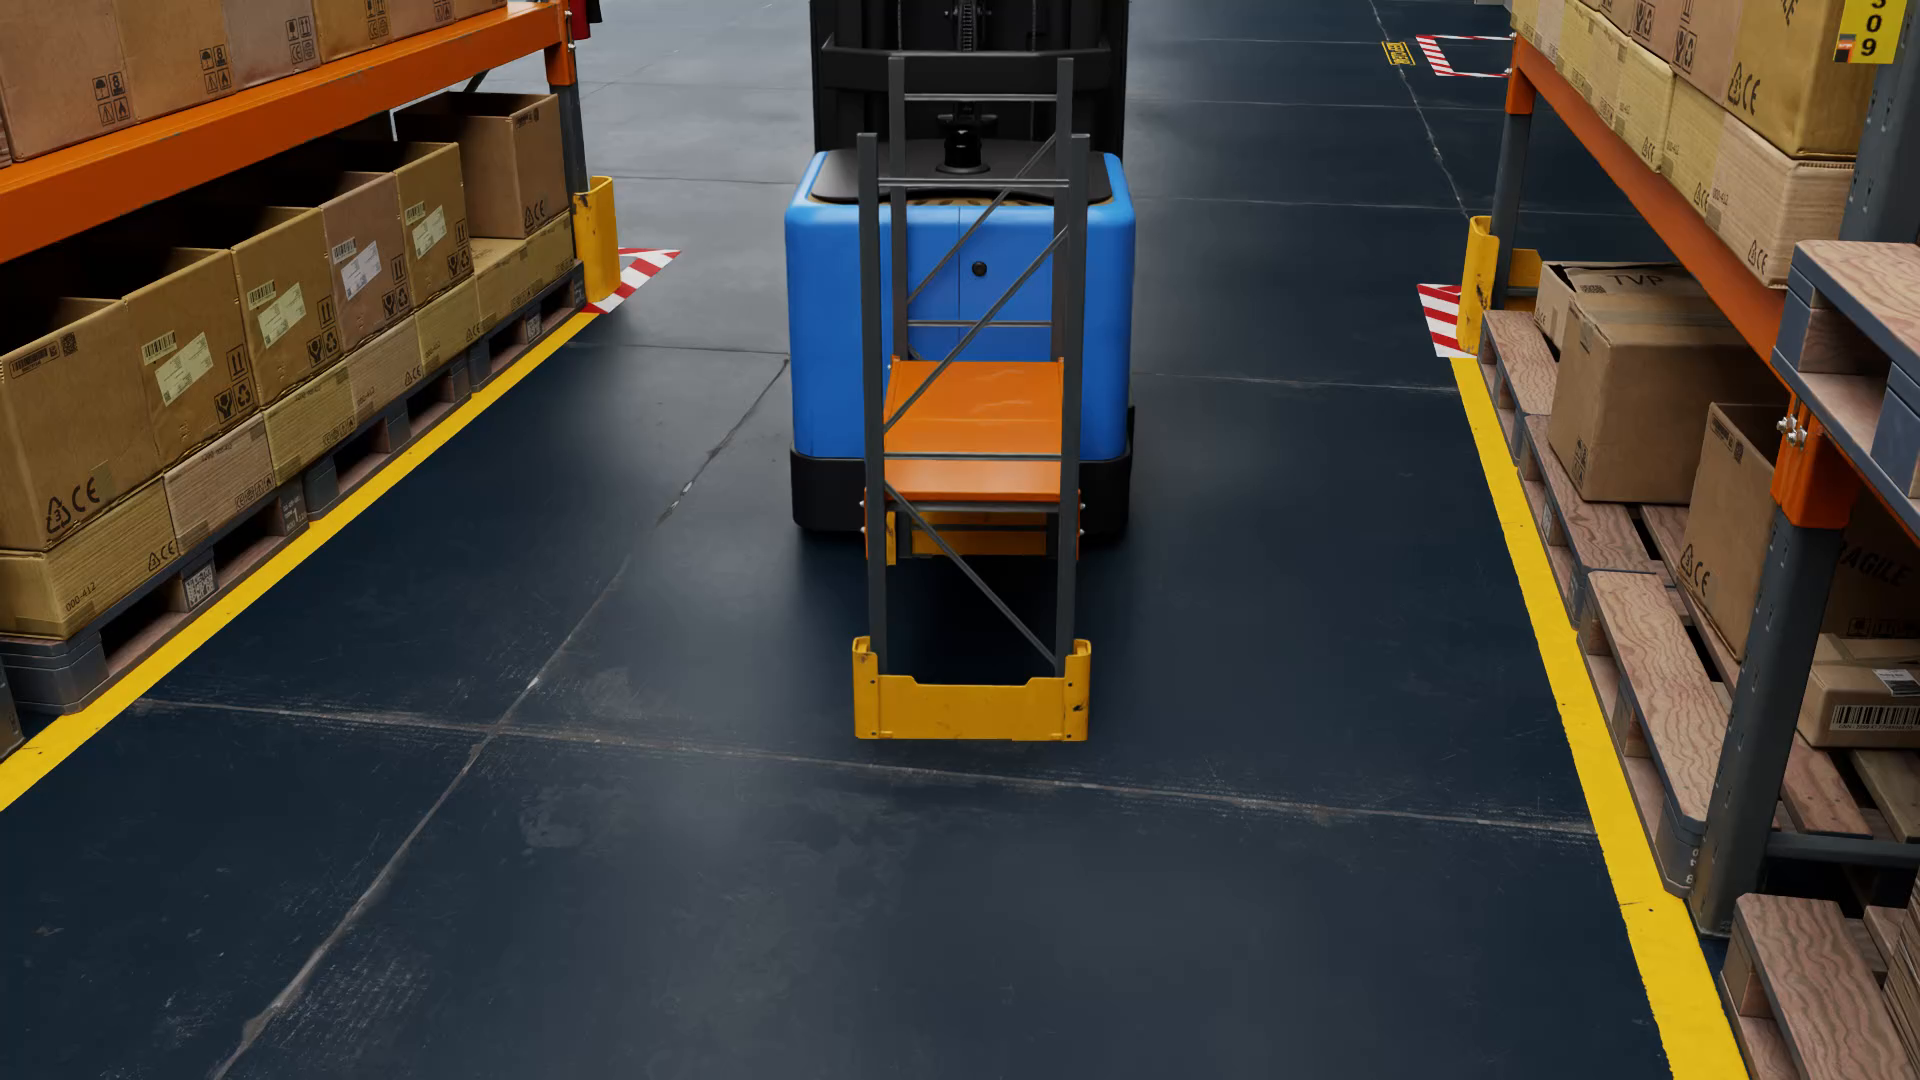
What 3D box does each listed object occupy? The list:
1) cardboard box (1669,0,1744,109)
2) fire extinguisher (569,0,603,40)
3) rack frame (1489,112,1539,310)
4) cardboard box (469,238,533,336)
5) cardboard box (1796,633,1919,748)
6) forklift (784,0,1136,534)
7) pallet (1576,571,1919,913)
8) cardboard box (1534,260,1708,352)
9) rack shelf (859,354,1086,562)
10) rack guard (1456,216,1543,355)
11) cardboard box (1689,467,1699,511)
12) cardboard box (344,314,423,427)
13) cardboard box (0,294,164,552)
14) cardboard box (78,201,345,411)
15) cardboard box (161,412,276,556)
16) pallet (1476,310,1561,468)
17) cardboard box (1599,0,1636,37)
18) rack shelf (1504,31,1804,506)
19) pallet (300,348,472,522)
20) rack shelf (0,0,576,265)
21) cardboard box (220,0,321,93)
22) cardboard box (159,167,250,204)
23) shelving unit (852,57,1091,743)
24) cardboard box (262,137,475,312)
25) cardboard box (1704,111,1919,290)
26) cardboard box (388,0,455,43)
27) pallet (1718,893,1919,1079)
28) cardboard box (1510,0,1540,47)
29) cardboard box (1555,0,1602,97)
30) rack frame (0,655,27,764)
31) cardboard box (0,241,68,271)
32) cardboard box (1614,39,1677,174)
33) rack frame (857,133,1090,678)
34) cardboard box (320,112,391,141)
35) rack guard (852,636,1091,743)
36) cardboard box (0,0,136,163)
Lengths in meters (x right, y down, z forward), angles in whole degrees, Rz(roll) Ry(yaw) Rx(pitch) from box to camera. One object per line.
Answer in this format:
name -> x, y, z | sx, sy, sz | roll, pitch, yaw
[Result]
cardboard box -> 1.895, -1.226, 3.601 | 0.500, 0.500, 0.500 | 4, 25, 8
fire extinguisher -> -1.709, -2.514, 7.174 | 0.296, 0.674, 0.183 | 4, 25, 9
rack frame -> 2.701, -2.190, 6.391 | 1.000, 3.000, 0.127 | 4, 25, 9
cardboard box -> -2.053, -1.022, 6.643 | 0.500, 0.250, 0.500 | 4, 25, 9
cardboard box -> 2.105, 0.341, 3.807 | 0.380, 0.166, 0.250 | 1, 25, 2
forklift -> 0.038, -1.926, 5.908 | 1.130, 2.935, 3.031 | 1, 25, 1
pallet -> 2.122, 0.462, 4.013 | 1.003, 0.211, 1.213 | 4, 25, 9
cardboard box -> 2.499, -0.889, 6.263 | 0.500, 0.311, 0.500 | 1, 25, 3
rack shelf -> 0.042, -0.244, 4.426 | 0.538, 0.185, 1.000 | 1, 25, 1
rack guard -> 2.688, -1.026, 6.853 | 1.175, 0.500, 0.348 | 4, 25, 9
cardboard box -> 2.328, -0.093, 4.754 | 0.380, 0.149, 0.250 | 2, 25, 4
cardboard box -> -2.216, -0.604, 5.750 | 0.500, 0.250, 0.500 | 4, 25, 9
cardboard box -> -2.456, -0.316, 4.250 | 0.500, 0.500, 0.500 | 4, 25, 9
cardboard box -> -2.293, -0.734, 5.143 | 0.500, 0.500, 0.500 | 4, 25, 9
cardboard box -> -2.379, -0.186, 4.856 | 0.500, 0.250, 0.500 | 4, 25, 9
pallet -> 2.521, -0.558, 6.194 | 1.003, 0.211, 1.213 | 4, 25, 9
cardboard box -> 2.072, -1.654, 4.514 | 0.500, 0.500, 0.500 | 5, 26, 10
rack shelf -> 2.374, -1.028, 4.757 | 1.077, 0.370, 4.000 | 4, 25, 9
pallet -> -2.472, -0.438, 5.936 | 1.003, 0.211, 1.213 | 4, 25, 9
rack shelf -> -2.514, -1.370, 5.486 | 1.077, 0.370, 4.000 | 4, 25, 9
cardboard box -> -2.526, -1.735, 5.301 | 0.700, 0.500, 0.500 | 5, 26, 10
cardboard box -> -2.742, -0.980, 5.670 | 0.500, 0.500, 0.500 | 4, 25, 9
shelving unit -> 0.042, -0.403, 4.342 | 0.587, 1.500, 1.083 | 1, 25, 1
cardboard box -> -2.130, -1.152, 6.037 | 0.500, 0.500, 0.500 | 4, 25, 9
cardboard box -> 1.825, -0.678, 3.313 | 0.500, 0.250, 0.500 | 4, 25, 9
cardboard box -> -2.357, -2.163, 6.215 | 0.700, 0.500, 0.500 | 5, 25, 10
pallet -> 1.921, 1.071, 2.712 | 1.003, 0.211, 1.213 | 4, 25, 9
cardboard box -> 2.308, -1.949, 6.030 | 0.500, 0.250, 0.500 | 3, 25, 7
cardboard box -> 2.148, -1.519, 5.109 | 0.500, 0.250, 0.500 | 4, 25, 8
rack frame -> -2.841, -0.859, 3.547 | 1.000, 3.000, 0.127 | 4, 25, 9
cardboard box -> -2.887, -0.561, 4.774 | 0.500, 0.500, 0.500 | 4, 25, 9
cardboard box -> 1.982, -1.097, 4.208 | 0.500, 0.250, 0.500 | 4, 25, 8
rack frame -> 0.029, -0.192, 3.890 | 0.500, 1.500, 0.032 | 1, 25, 1
cardboard box -> -2.574, -1.398, 6.563 | 0.500, 0.500, 0.500 | 4, 25, 9
rack guard -> 0.029, 0.374, 4.156 | 0.587, 0.250, 0.087 | 1, 25, 1
cardboard box -> -2.695, -1.311, 4.395 | 0.700, 0.500, 0.500 | 4, 25, 8
